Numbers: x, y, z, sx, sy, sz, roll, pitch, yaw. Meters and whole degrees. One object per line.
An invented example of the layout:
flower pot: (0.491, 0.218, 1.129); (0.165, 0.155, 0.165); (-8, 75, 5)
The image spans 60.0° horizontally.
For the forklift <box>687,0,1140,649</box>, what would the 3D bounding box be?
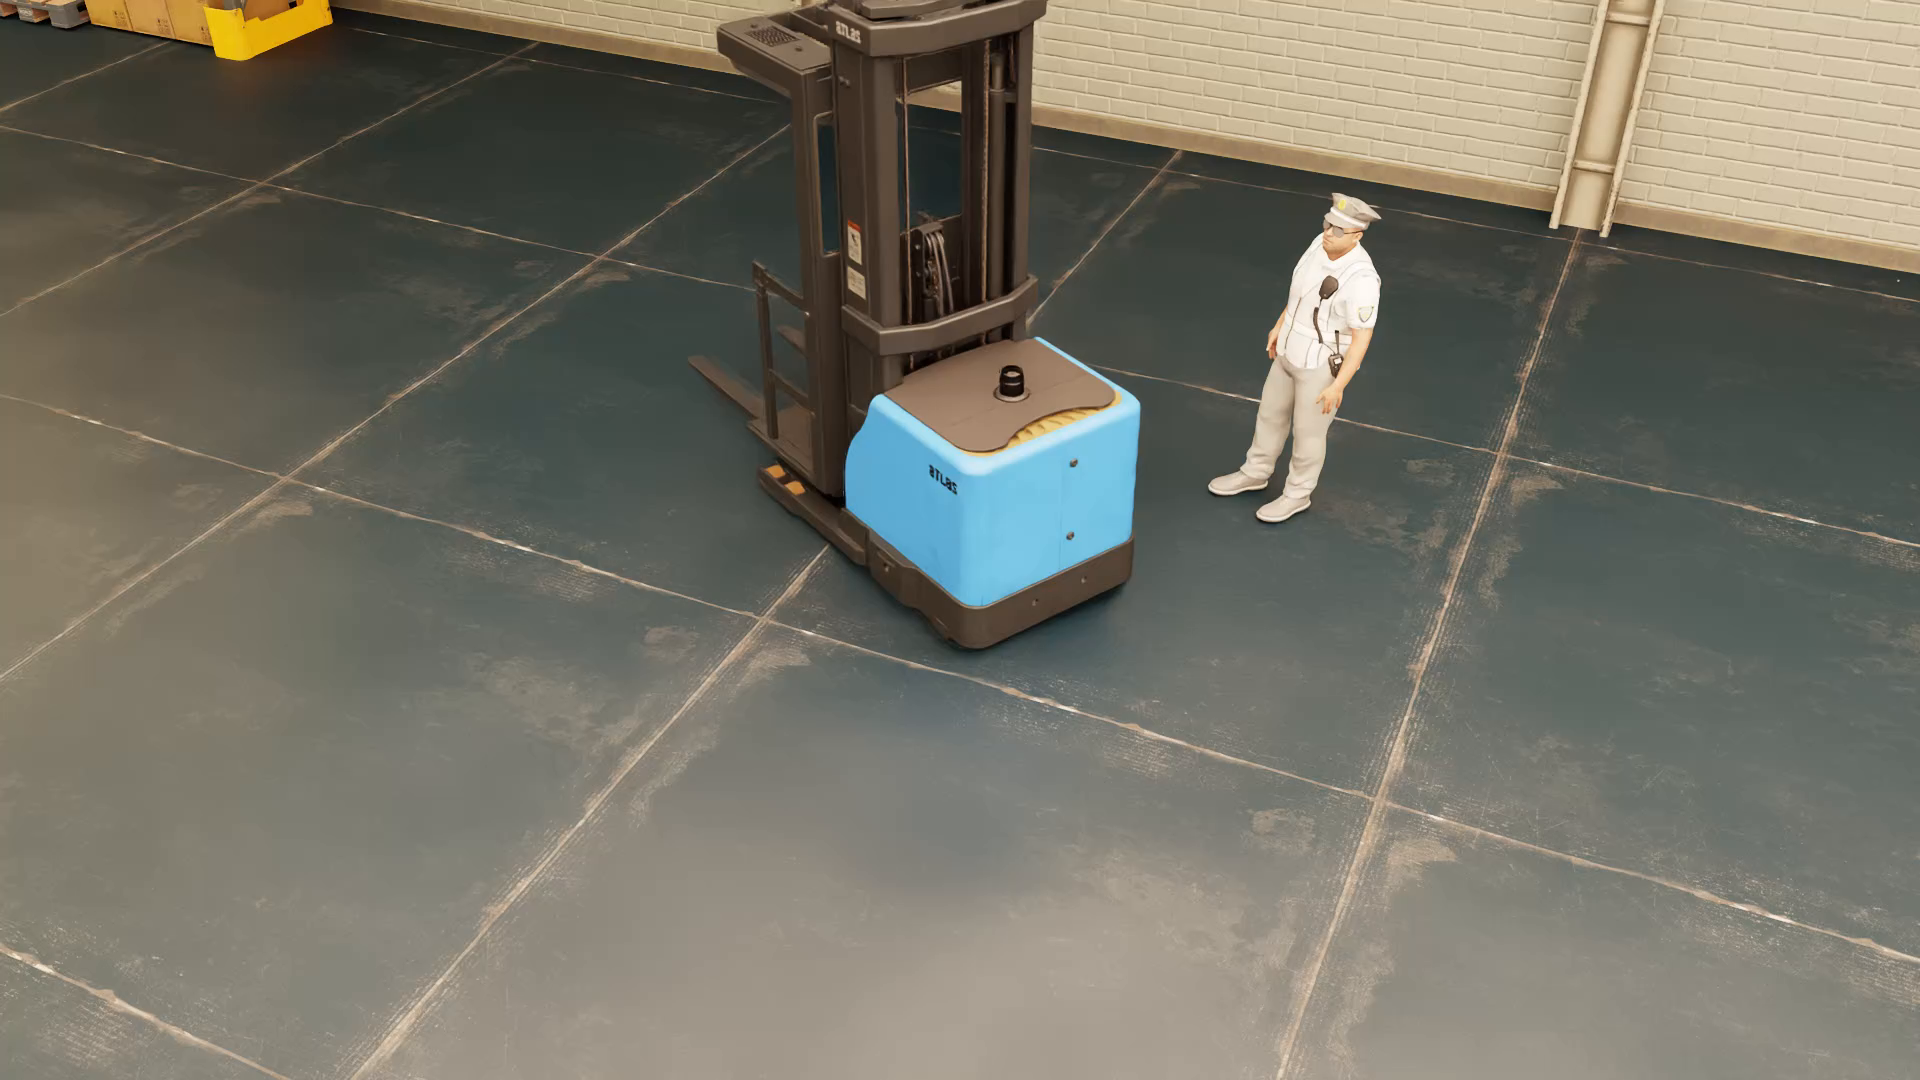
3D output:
forklift: (-0.428, -1.489, 8.174); (1.130, 2.935, 3.031); (-23, 42, -29)

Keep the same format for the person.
person: (1.703, -0.903, 8.330); (0.576, 1.781, 0.640); (-13, 37, -17)
